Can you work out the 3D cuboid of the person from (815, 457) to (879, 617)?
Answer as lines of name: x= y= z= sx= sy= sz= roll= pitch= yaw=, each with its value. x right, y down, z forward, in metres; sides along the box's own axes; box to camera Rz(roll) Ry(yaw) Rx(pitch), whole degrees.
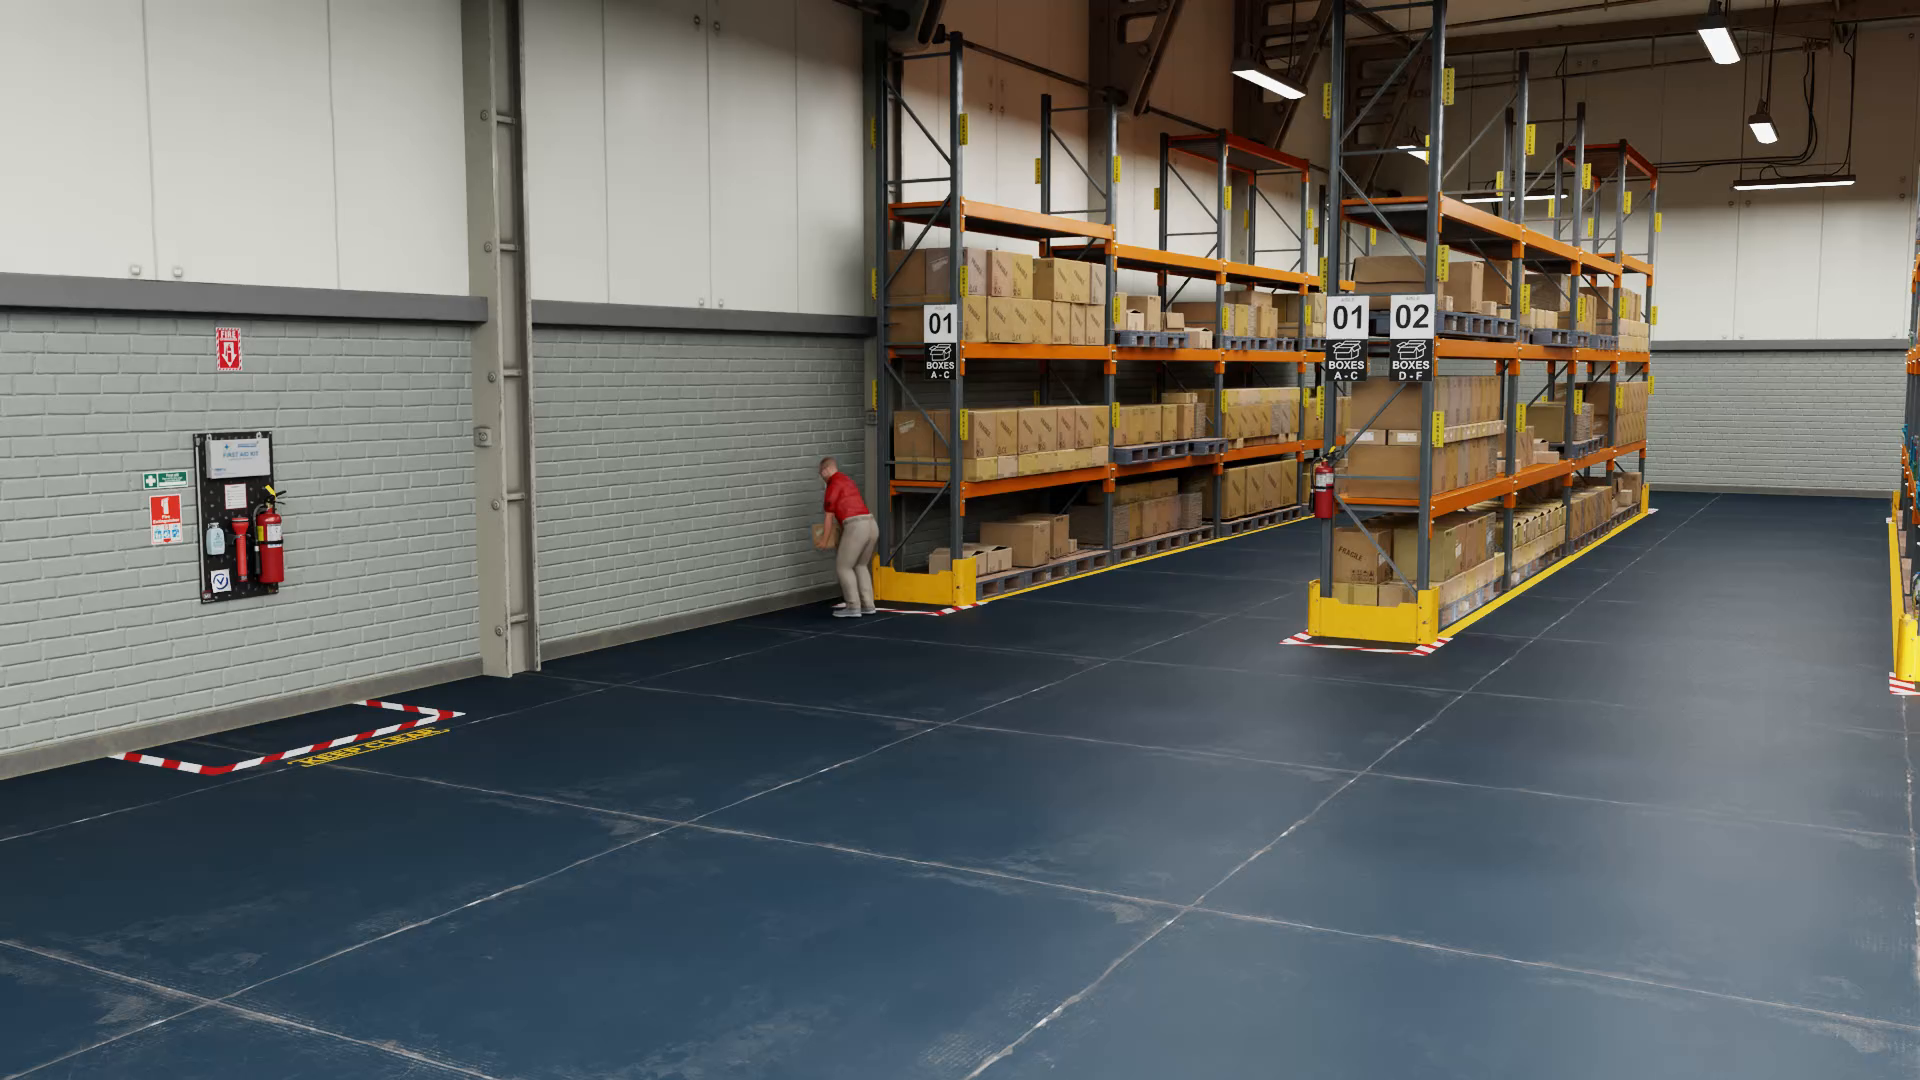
person: x=-1.159 y=-0.033 z=17.047 sx=0.622 sy=1.632 sz=0.484 roll=3 pitch=7 yaw=27
